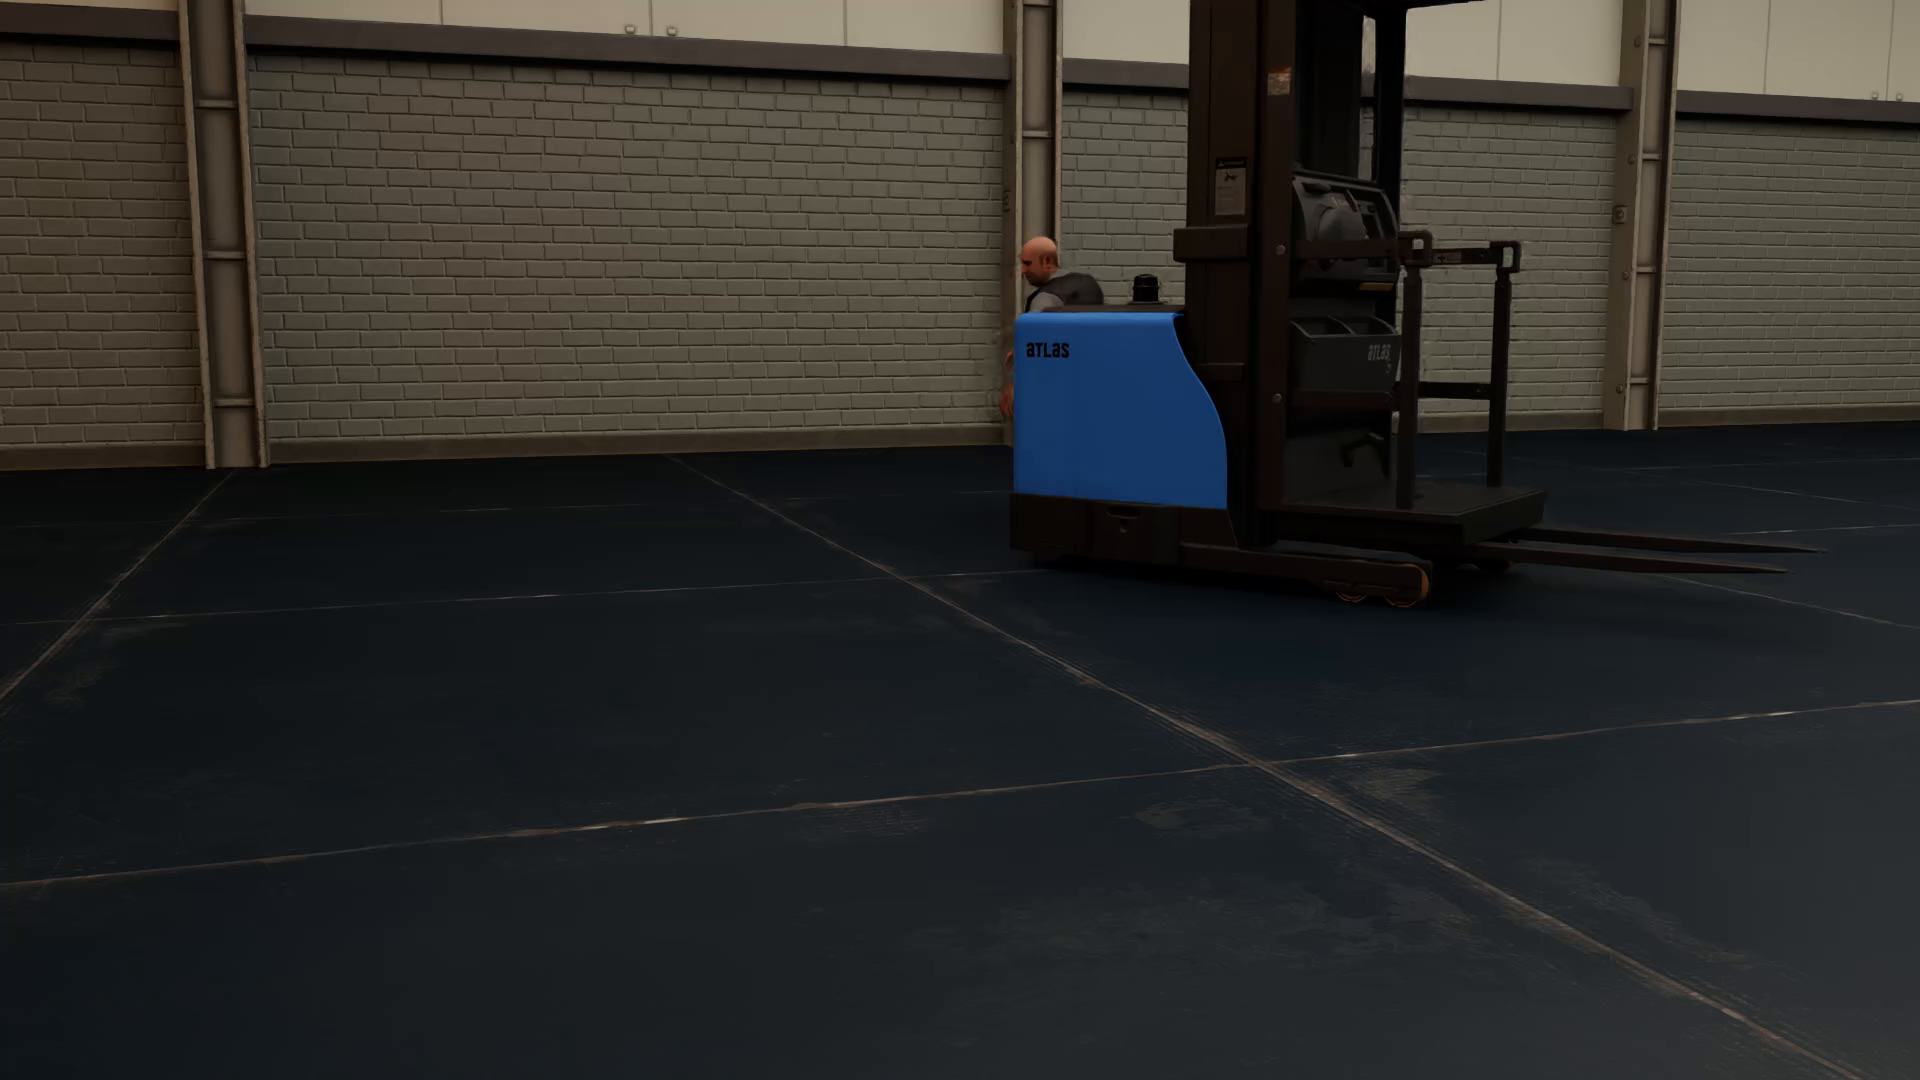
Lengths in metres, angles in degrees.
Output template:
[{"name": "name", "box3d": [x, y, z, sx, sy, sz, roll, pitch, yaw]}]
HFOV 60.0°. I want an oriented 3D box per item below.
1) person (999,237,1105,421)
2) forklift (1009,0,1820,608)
[{"name": "person", "box3d": [0.496, -0.824, 8.675, 0.639, 1.498, 0.884, -1, 8, -6]}, {"name": "forklift", "box3d": [1.703, -1.283, 6.483, 3.031, 2.935, 1.130, 6, 10, 36]}]
